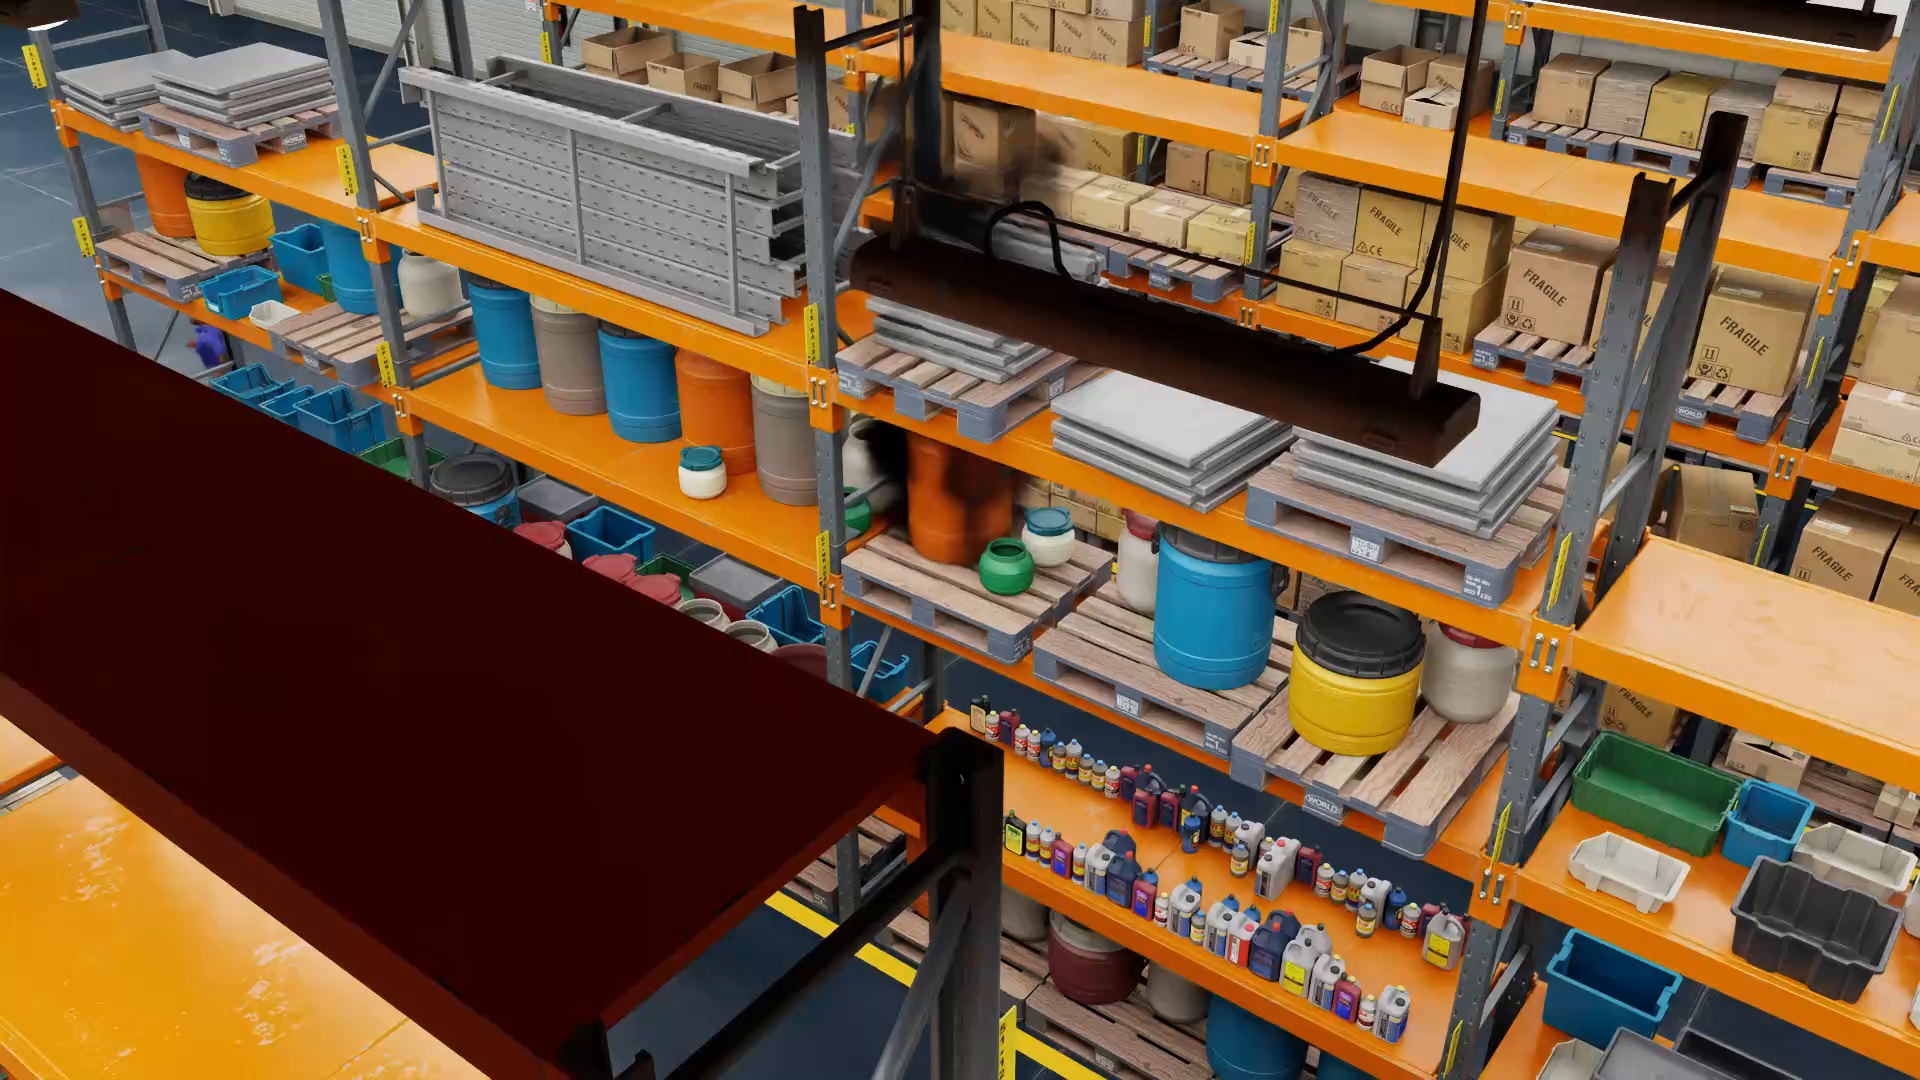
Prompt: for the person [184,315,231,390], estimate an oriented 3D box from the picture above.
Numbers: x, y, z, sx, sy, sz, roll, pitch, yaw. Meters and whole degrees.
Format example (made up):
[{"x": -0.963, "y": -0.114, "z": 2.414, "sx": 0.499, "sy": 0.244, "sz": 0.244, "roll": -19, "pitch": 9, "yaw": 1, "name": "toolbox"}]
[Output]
[{"x": -7.214, "y": -1.584, "z": 16.335, "sx": 0.704, "sy": 1.676, "sz": 0.610, "roll": 4, "pitch": 32, "yaw": 6, "name": "person"}]
